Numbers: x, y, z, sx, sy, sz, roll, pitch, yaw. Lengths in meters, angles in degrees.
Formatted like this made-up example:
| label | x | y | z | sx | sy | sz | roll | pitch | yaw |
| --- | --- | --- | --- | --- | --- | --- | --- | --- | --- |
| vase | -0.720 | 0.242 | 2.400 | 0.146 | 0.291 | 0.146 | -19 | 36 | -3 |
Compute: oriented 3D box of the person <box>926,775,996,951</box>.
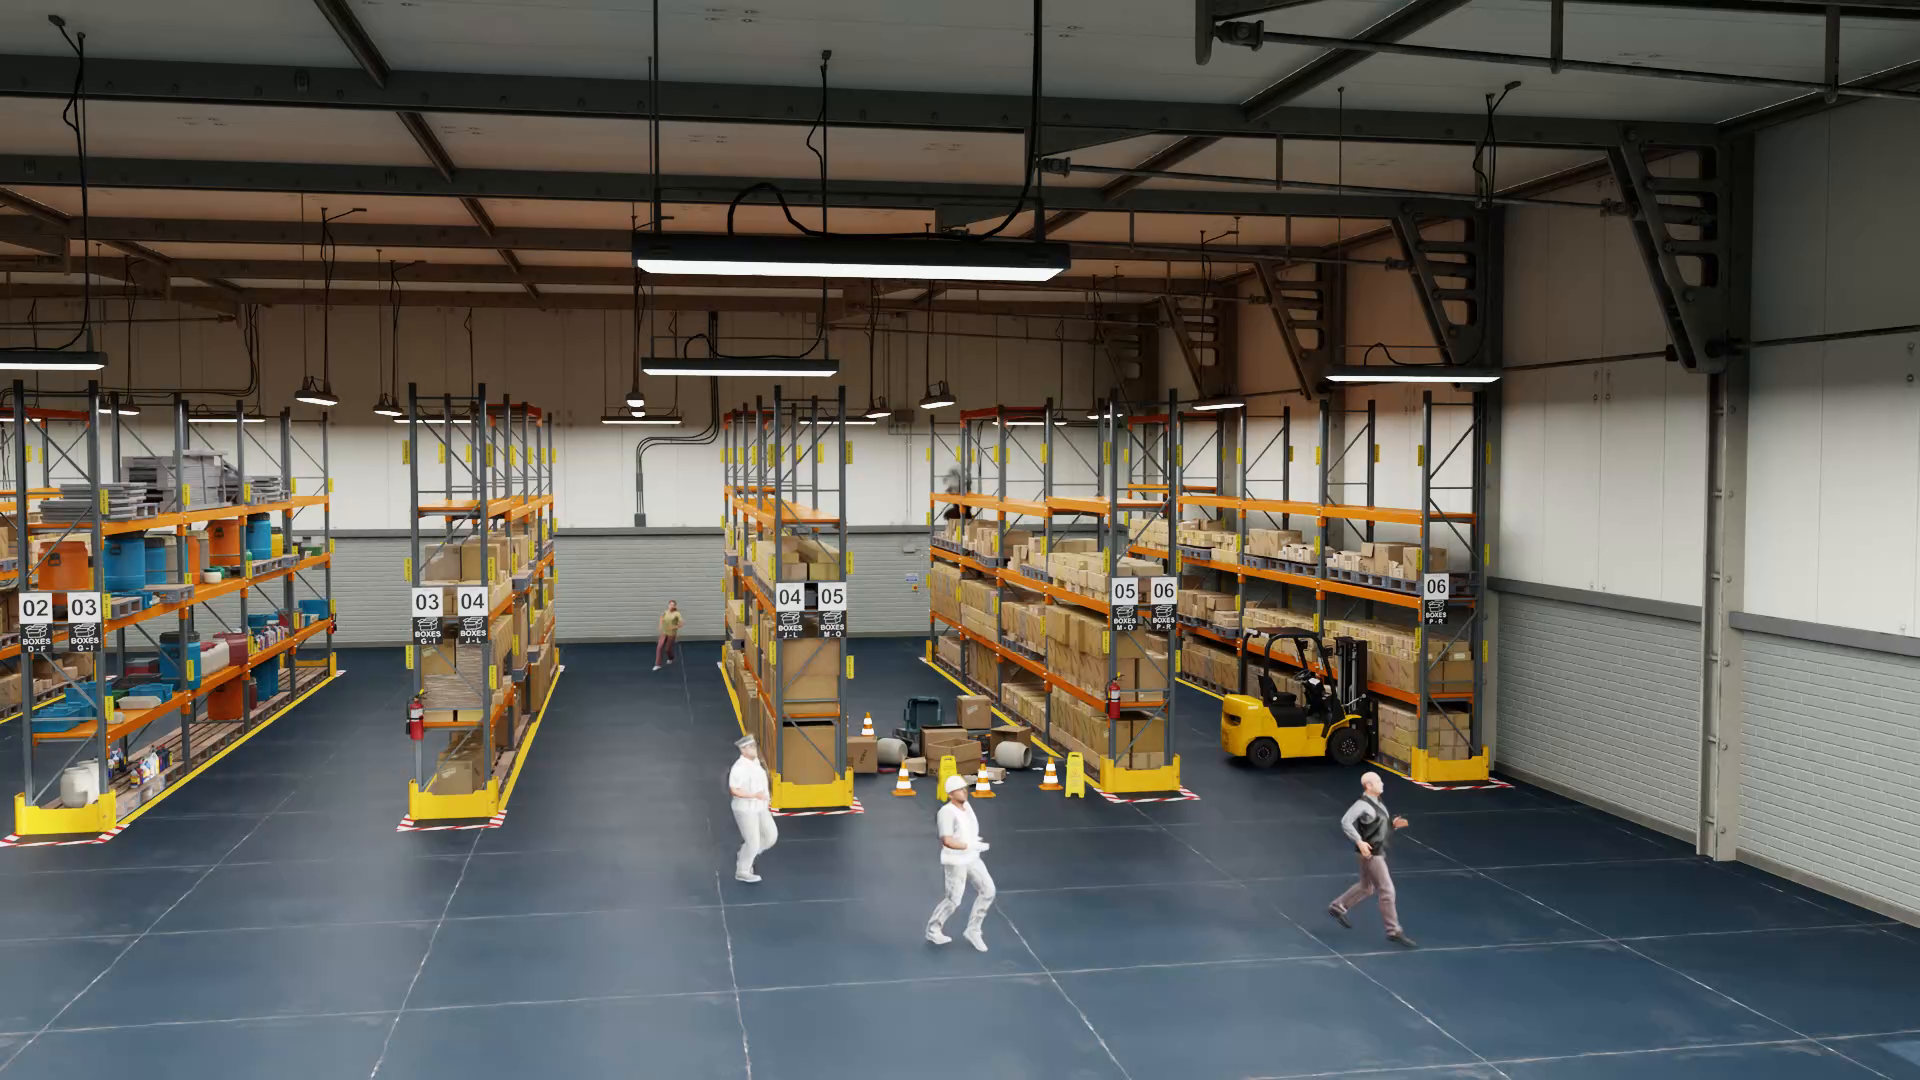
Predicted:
| label | x | y | z | sx | sy | sz | roll | pitch | yaw |
| --- | --- | --- | --- | --- | --- | --- | --- | --- | --- |
| person | 0.013 | 3.278 | 16.859 | 0.743 | 1.806 | 0.692 | 2 | 3 | 29 |

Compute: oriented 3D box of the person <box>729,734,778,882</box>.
| label | x | y | z | sx | sy | sz | roll | pitch | yaw |
| --- | --- | --- | --- | --- | --- | --- | --- | --- | --- |
| person | -2.400 | 3.135 | 19.495 | 0.602 | 1.737 | 0.652 | 1 | 3 | 25 |

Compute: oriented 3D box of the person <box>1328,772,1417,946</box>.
| label | x | y | z | sx | sy | sz | roll | pitch | yaw |
| --- | --- | --- | --- | --- | --- | --- | --- | --- | --- |
| person | 4.244 | 3.247 | 17.117 | 0.956 | 1.716 | 0.650 | 1 | 3 | 27 |

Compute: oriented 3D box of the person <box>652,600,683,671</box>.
| label | x | y | z | sx | sy | sz | roll | pitch | yaw |
| --- | --- | --- | --- | --- | --- | --- | --- | --- | --- |
| person | -6.777 | 2.213 | 38.978 | 0.613 | 1.635 | 0.868 | 1 | 3 | 14 |
